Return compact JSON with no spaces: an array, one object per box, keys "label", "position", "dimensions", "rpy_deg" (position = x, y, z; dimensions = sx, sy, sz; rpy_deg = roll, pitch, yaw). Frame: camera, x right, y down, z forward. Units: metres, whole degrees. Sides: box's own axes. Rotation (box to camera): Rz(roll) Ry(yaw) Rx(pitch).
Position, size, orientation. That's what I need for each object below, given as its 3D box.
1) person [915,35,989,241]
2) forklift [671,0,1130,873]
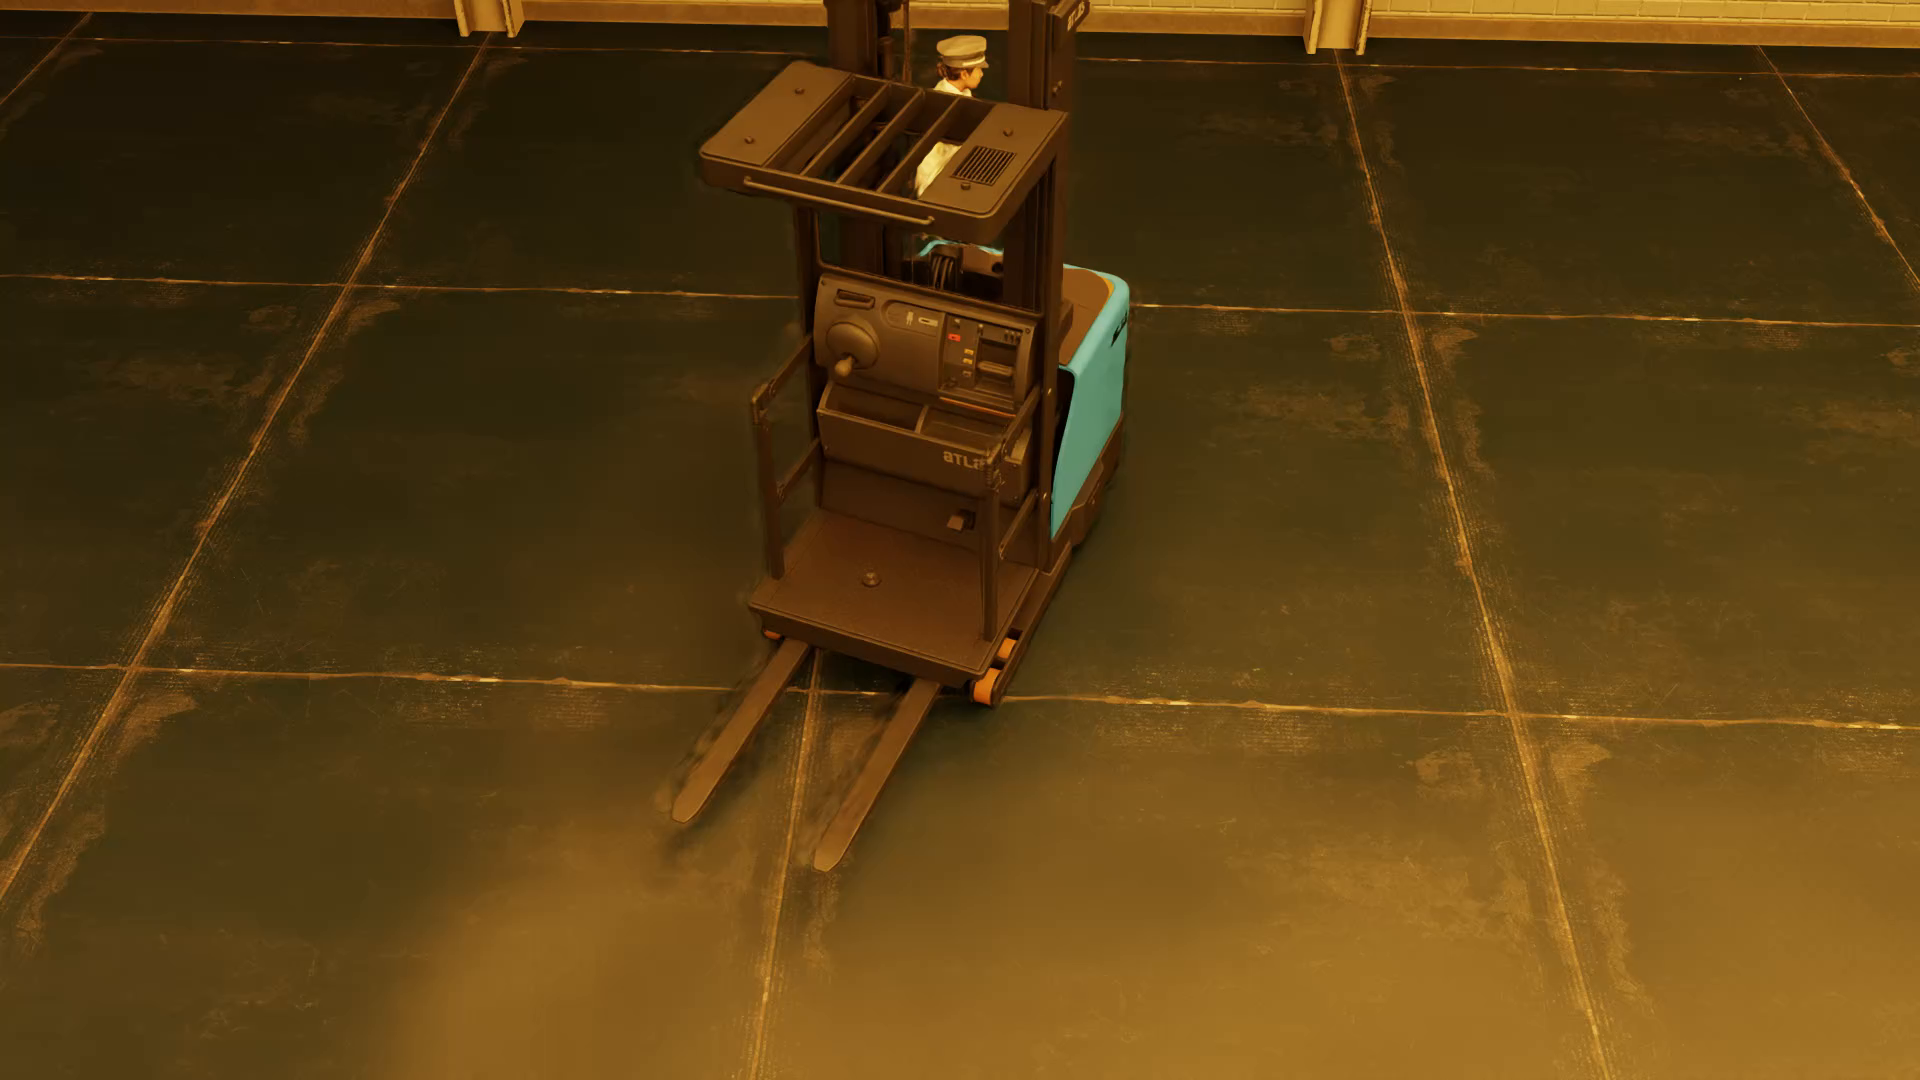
[{"label":"person","position":[-0.040,-1.876,8.764],"dimensions":[0.373,1.639,0.770],"rpy_deg":[6,43,7]},{"label":"forklift","position":[-0.231,-0.702,6.511],"dimensions":[1.130,2.935,3.031],"rpy_deg":[15,45,16]}]
